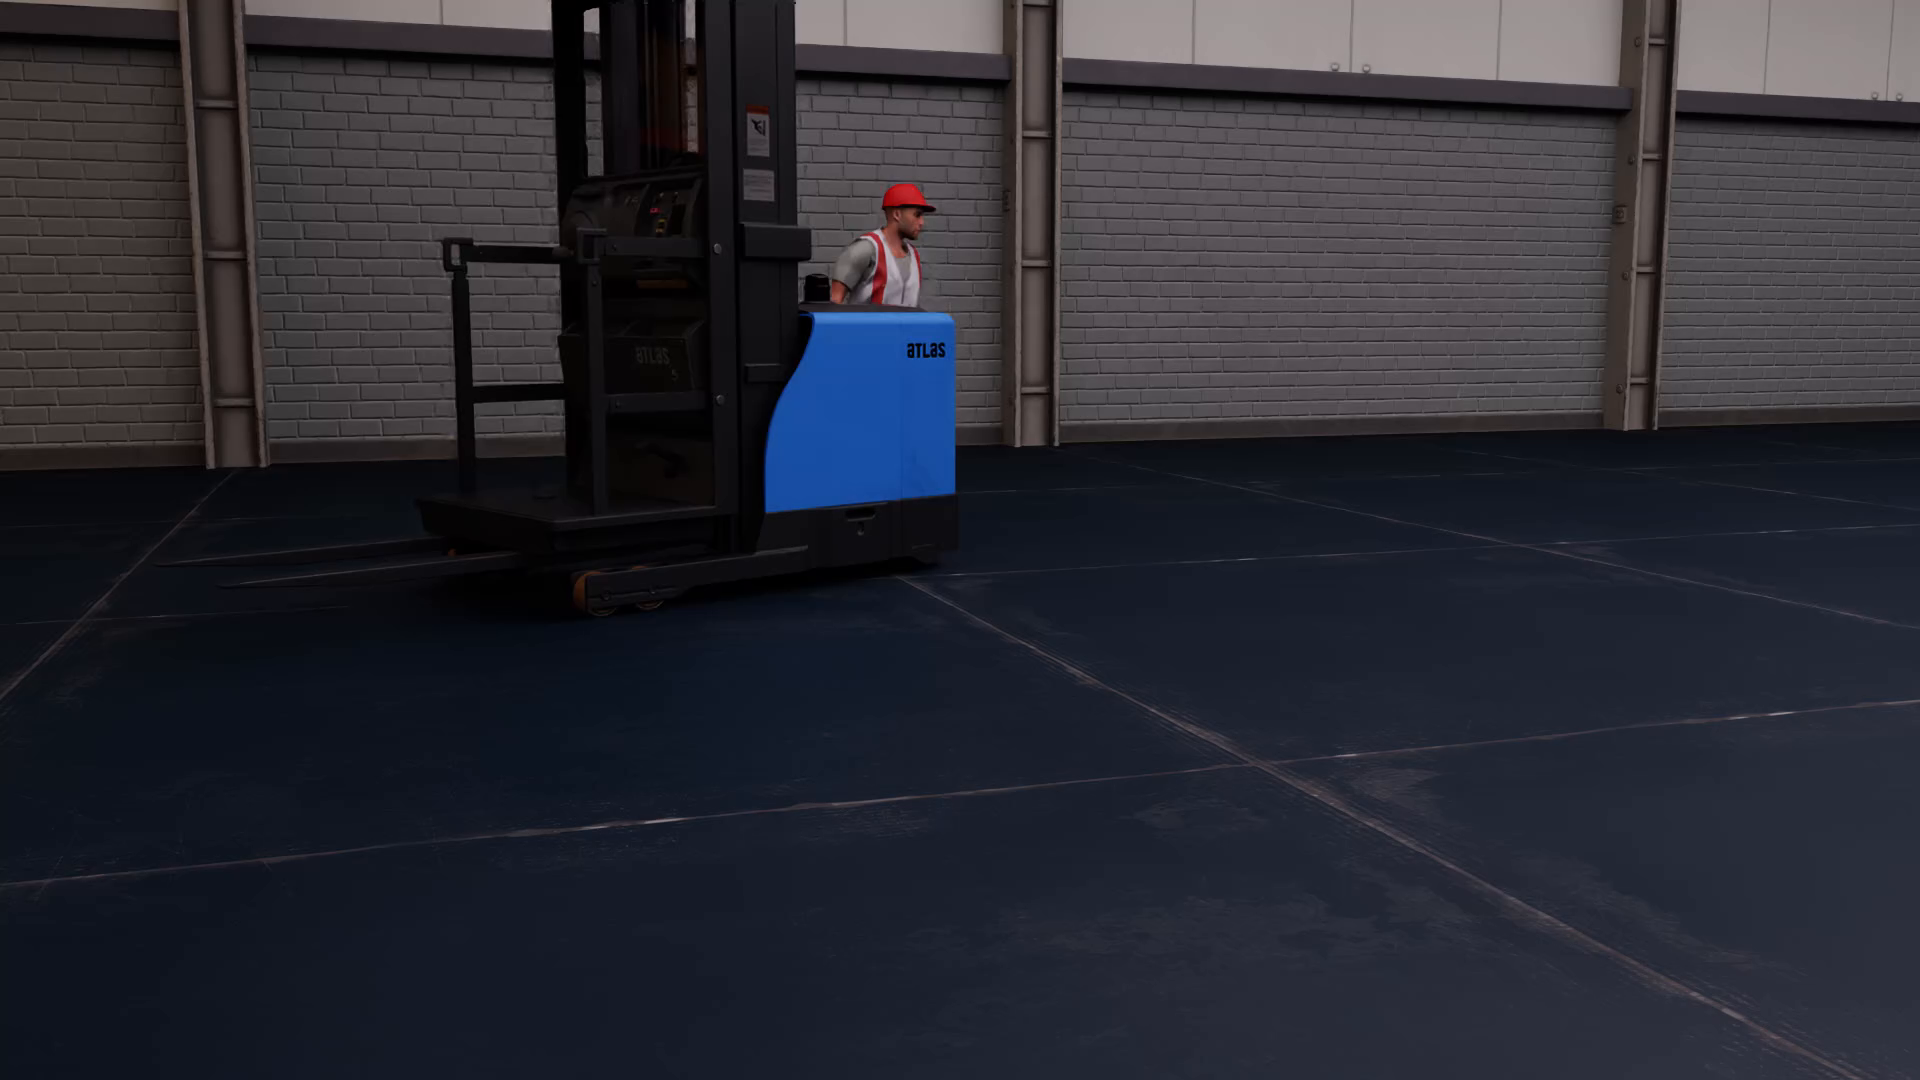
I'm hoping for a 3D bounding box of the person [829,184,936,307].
[{"bbox_3d":[-0.393,-0.962,8.647,0.460,1.750,0.885,7,10,42],"label":"person"}]

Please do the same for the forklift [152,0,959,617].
[{"bbox_3d":[-1.426,-1.257,6.289,3.031,2.935,1.130,-7,11,-43],"label":"forklift"}]
